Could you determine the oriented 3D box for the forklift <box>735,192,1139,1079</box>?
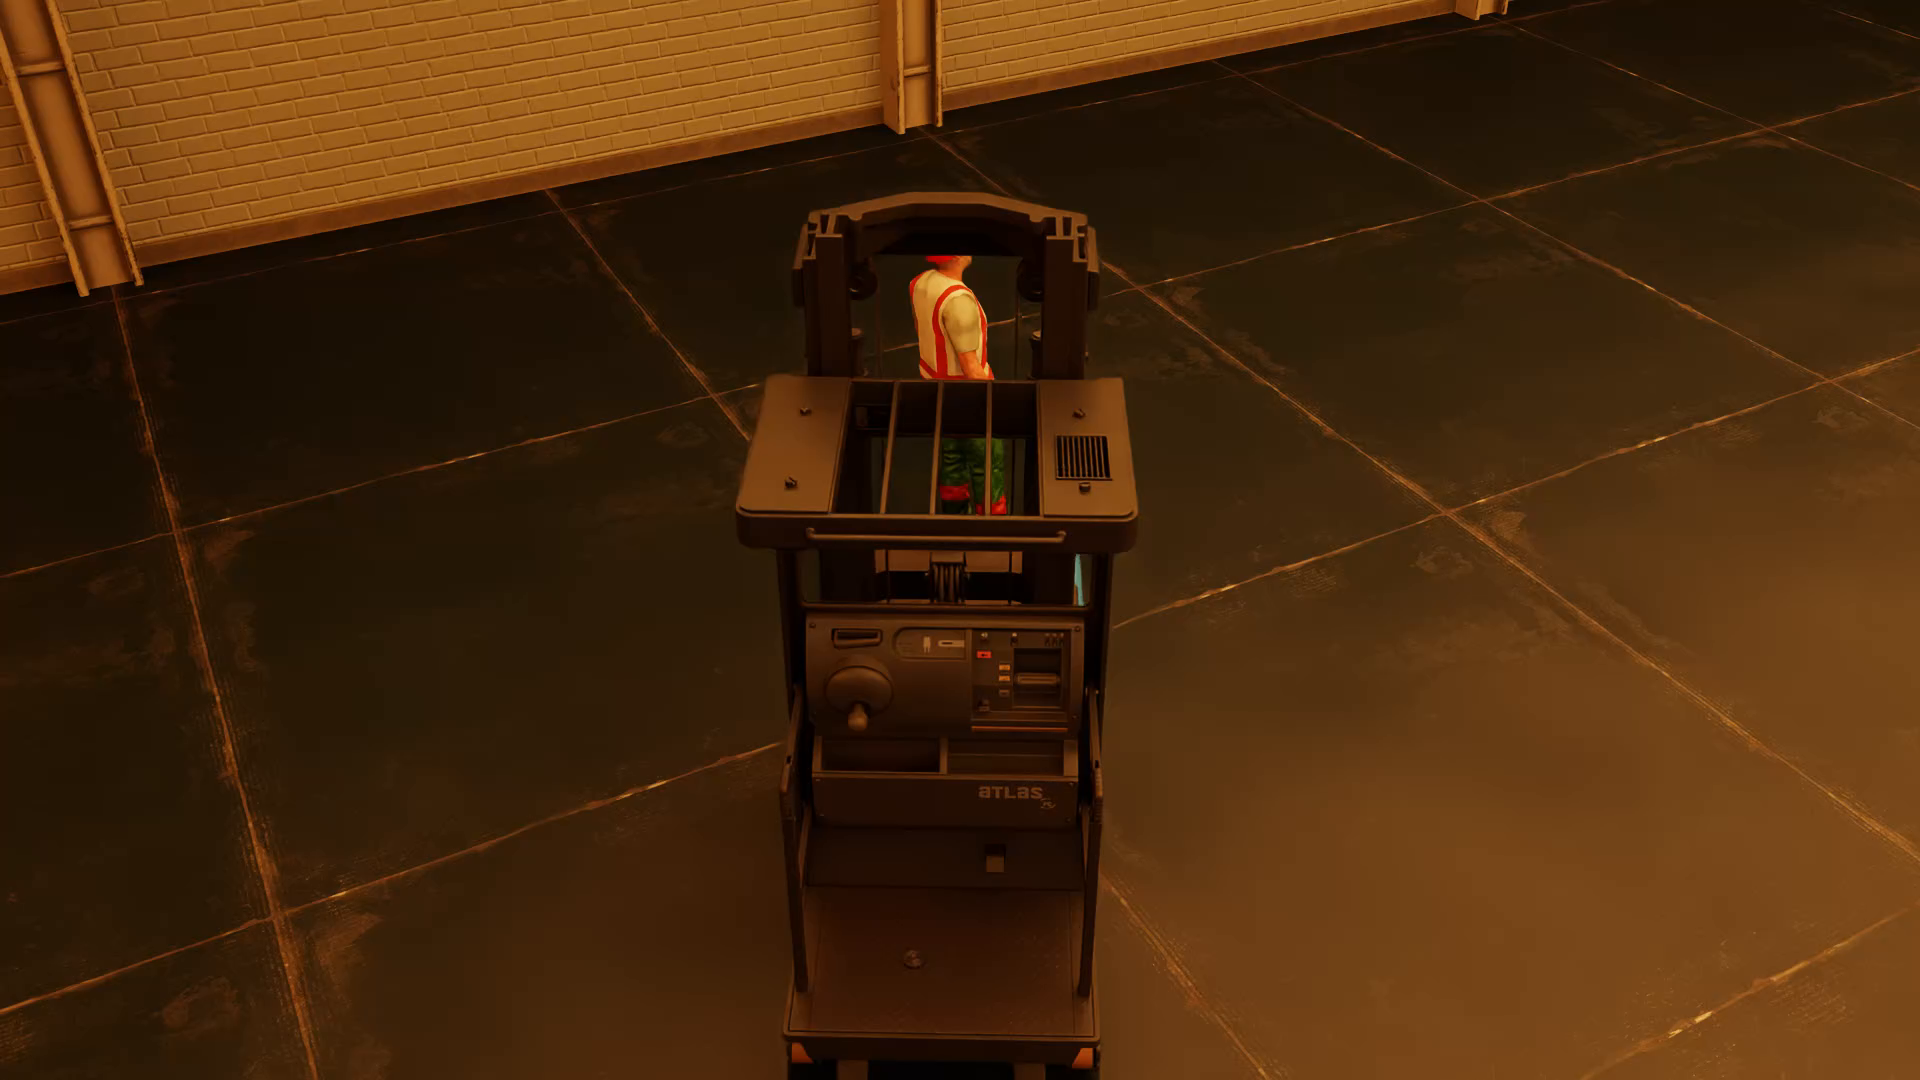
[{"bbox_3d":[-0.054,0.513,5.397,1.130,2.935,3.031,1,35,1],"label":"forklift"}]

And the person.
[{"bbox_3d":[0.076,-0.753,8.165,0.562,1.789,0.638,-17,39,-23],"label":"person"}]
